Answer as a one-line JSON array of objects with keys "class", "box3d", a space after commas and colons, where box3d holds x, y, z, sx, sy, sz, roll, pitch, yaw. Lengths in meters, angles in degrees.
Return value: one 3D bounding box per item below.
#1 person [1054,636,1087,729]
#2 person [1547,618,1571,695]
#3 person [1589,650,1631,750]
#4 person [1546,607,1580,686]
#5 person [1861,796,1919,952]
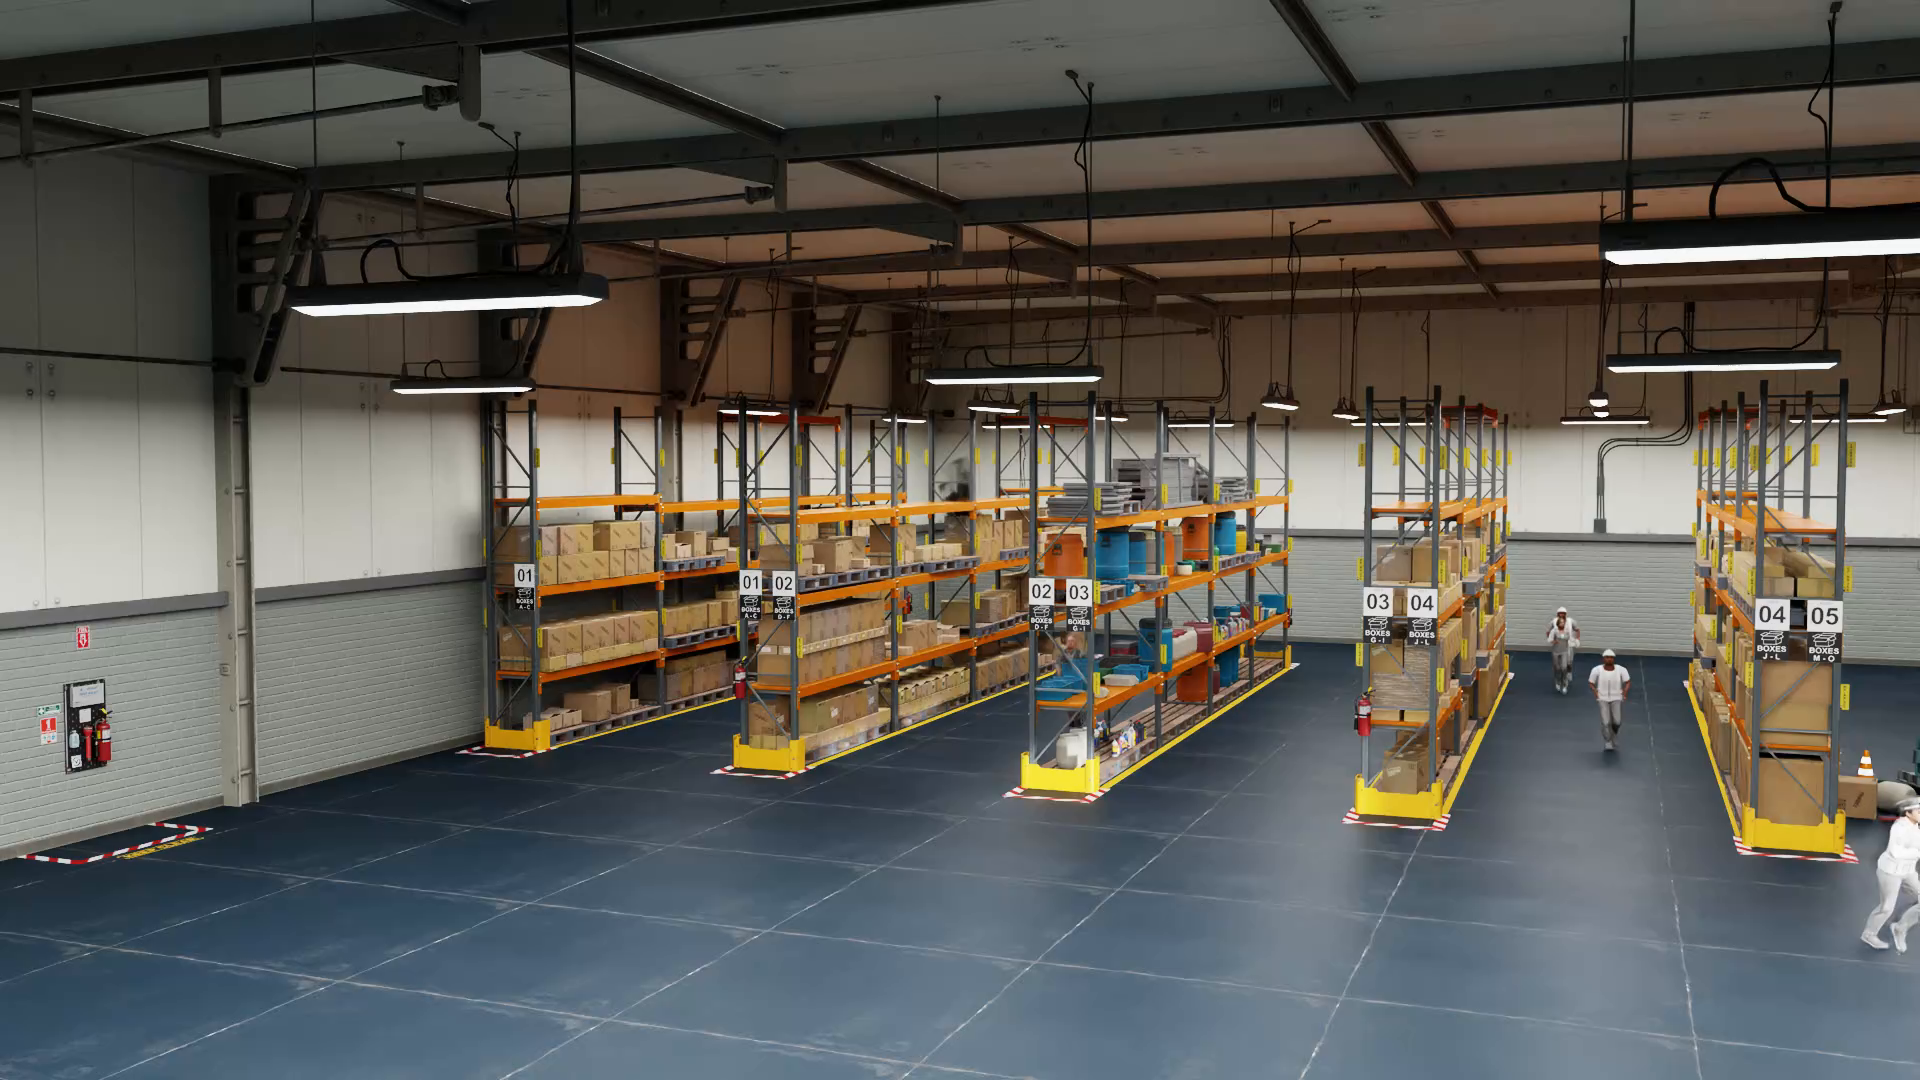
[{"class": "person", "box3d": [2.013, 2.618, 30.376, 0.653, 1.703, 0.664, 1, 3, 22]}, {"class": "person", "box3d": [12.761, 2.469, 35.420, 0.507, 1.649, 0.710, 1, 3, 12]}, {"class": "person", "box3d": [11.095, 2.732, 28.404, 0.674, 1.721, 0.569, 1, 3, 20]}, {"class": "person", "box3d": [13.268, 2.332, 36.605, 0.696, 1.728, 0.582, 1, 3, 21]}, {"class": "person", "box3d": [9.422, 3.336, 16.657, 0.584, 1.627, 0.785, -1, 3, -27]}]
